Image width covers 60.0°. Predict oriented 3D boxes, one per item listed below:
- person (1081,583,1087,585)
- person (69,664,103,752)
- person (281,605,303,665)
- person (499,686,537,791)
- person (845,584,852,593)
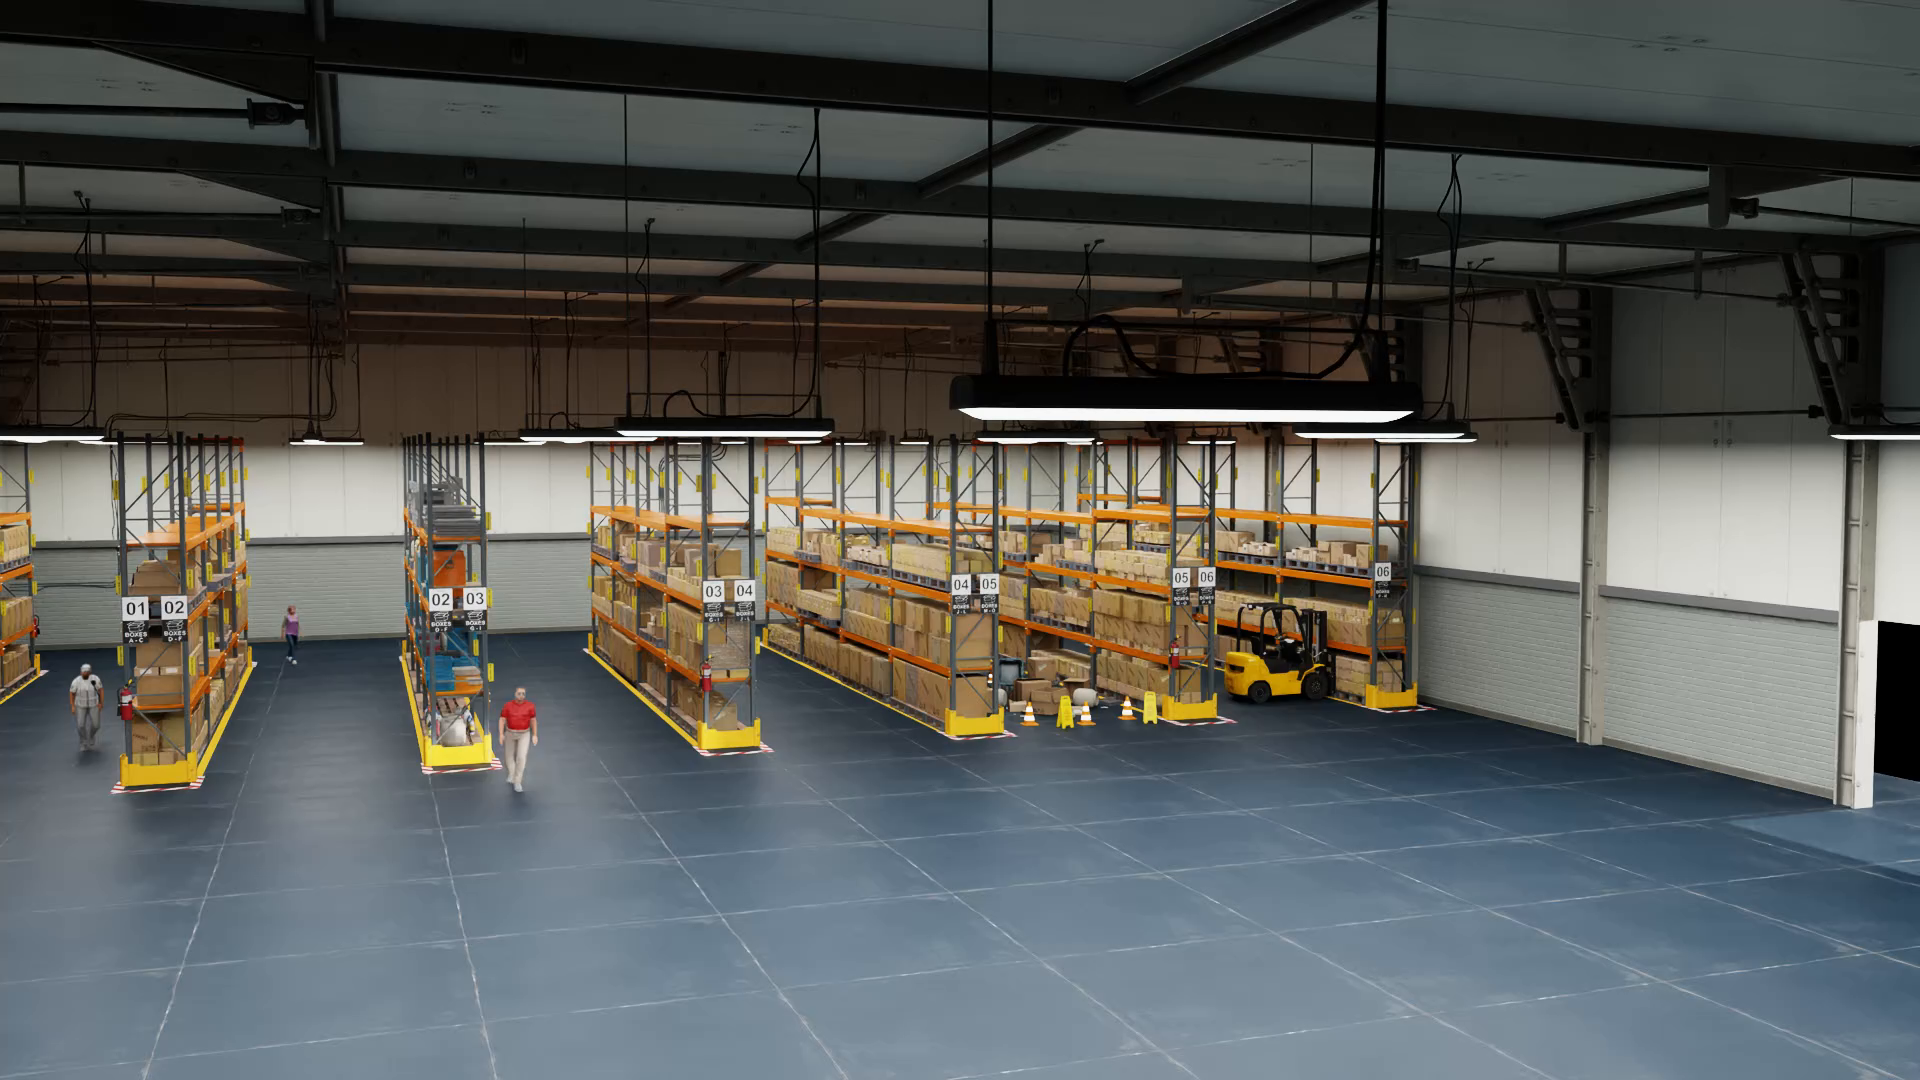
[{"bbox_3d":[3.606,2.044,48.193,0.652,1.572,0.464,3,4,44],"label":"person"},{"bbox_3d":[-16.602,3.161,31.613,0.571,1.647,0.592,-2,4,-29],"label":"person"},{"bbox_3d":[-17.702,2.490,44.050,0.503,1.541,0.962,-3,4,-40],"label":"person"},{"bbox_3d":[-7.450,3.324,28.050,0.634,1.704,0.859,-1,3,-17],"label":"person"},{"bbox_3d":[-3.151,2.087,47.329,0.562,1.696,0.459,0,3,-7],"label":"person"}]
